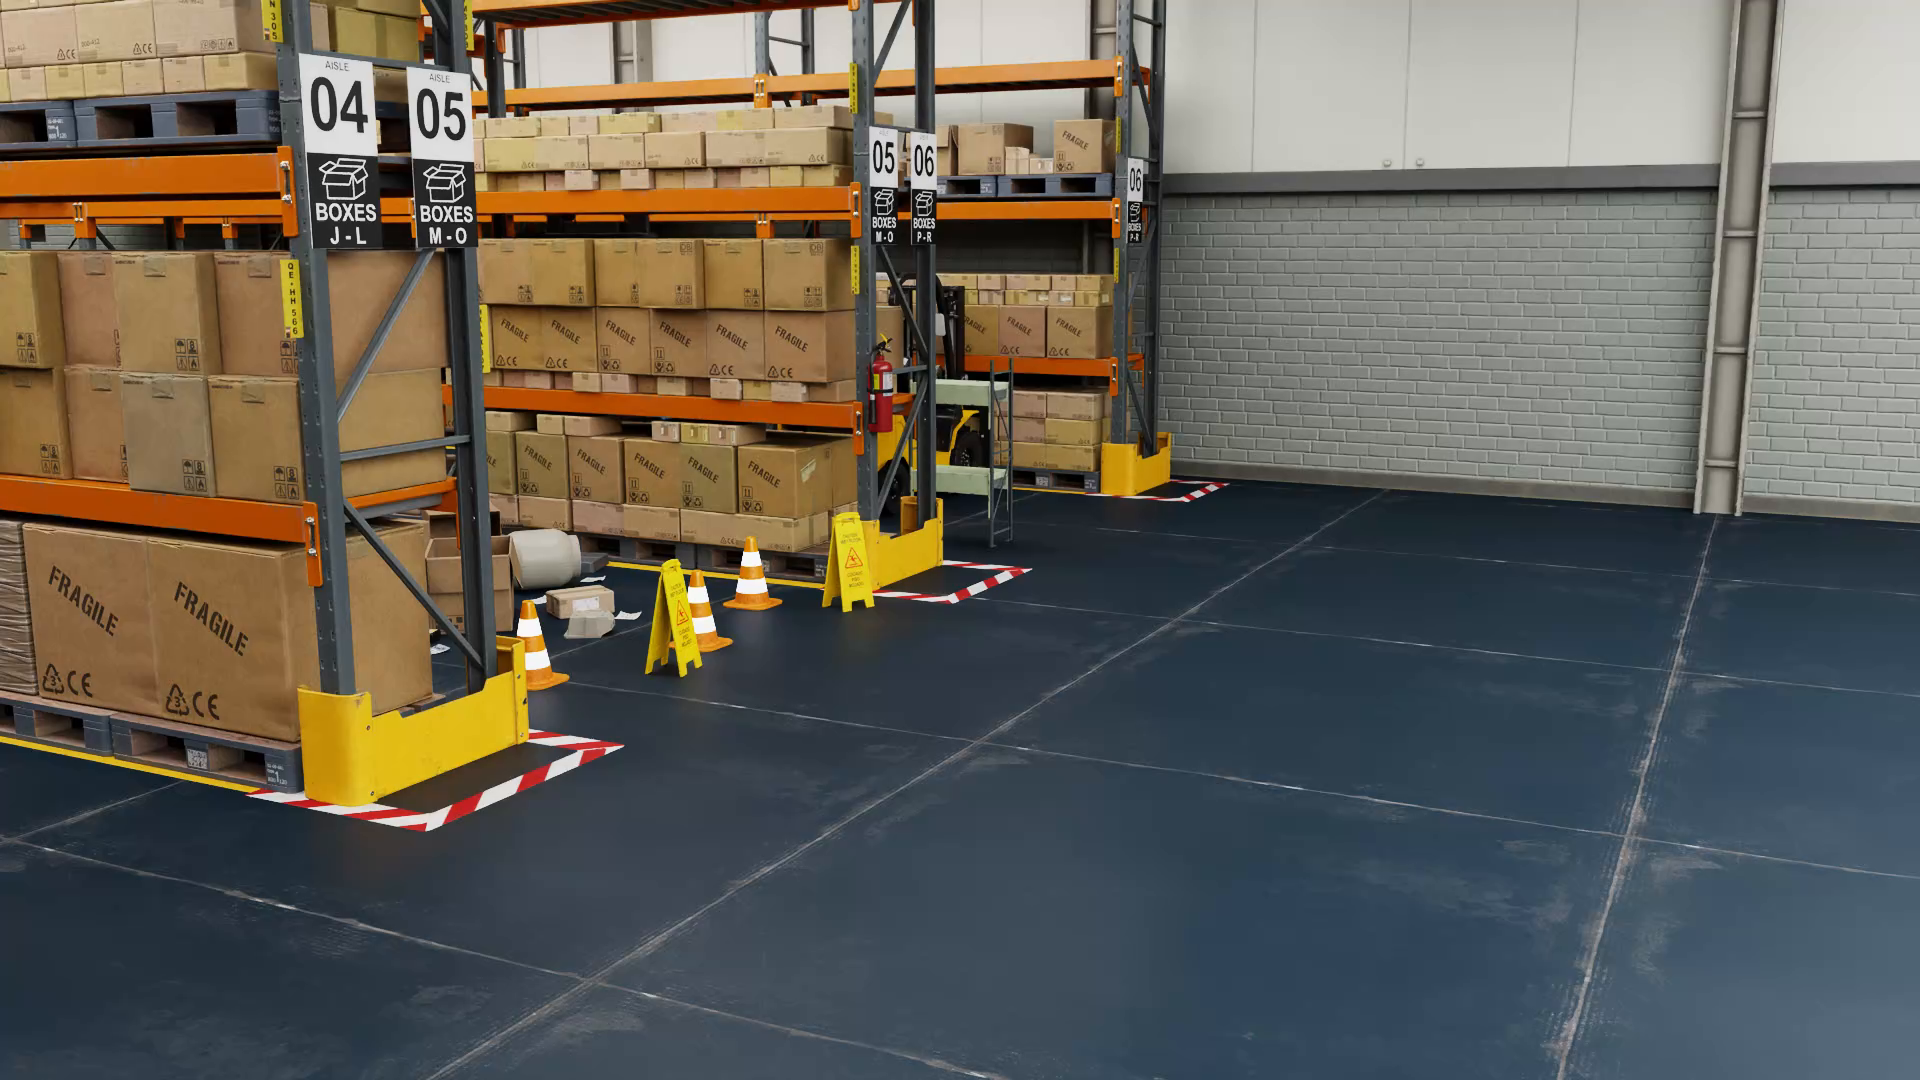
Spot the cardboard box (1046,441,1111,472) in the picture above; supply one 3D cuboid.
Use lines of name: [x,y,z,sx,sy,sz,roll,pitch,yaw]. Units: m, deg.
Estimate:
cardboard box: [1.179,-0.844,16.514,0.500,0.250,0.500,5,11,26]

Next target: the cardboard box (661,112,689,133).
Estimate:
cardboard box: [-1.982,-3.052,12.216,0.250,0.149,0.380,5,11,24]

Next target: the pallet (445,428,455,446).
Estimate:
pallet: [-6.087,-1.327,20.470,1.213,0.211,1.003,5,11,26]

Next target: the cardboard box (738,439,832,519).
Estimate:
cardboard box: [-1.287,-0.455,12.258,0.500,0.500,0.500,5,11,26]

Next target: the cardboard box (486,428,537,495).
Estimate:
cardboard box: [-3.630,-0.659,13.386,0.500,0.500,0.500,6,12,29]

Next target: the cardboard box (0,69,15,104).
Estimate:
cardboard box: [-4.368,-2.113,7.806,0.250,0.149,0.380,5,11,27]

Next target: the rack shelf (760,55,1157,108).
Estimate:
rack shelf: [-0.054,-4.563,16.817,4.000,0.370,1.077,5,11,26]

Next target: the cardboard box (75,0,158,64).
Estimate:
cardboard box: [-3.563,-2.250,7.445,0.500,0.250,0.500,5,11,26]

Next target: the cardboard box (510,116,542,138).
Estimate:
cardboard box: [-3.199,-3.131,12.651,0.250,0.149,0.380,5,11,25]

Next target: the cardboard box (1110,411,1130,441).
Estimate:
cardboard box: [1.410,-1.174,16.931,0.500,0.250,0.500,5,12,27]

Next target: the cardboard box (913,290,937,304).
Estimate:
cardboard box: [-0.300,-2.495,16.994,0.250,0.149,0.380,5,11,25]

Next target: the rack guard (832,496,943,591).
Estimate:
rack guard: [-0.521,0.013,12.254,0.348,0.500,1.175,5,11,26]

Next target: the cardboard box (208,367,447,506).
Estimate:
cardboard box: [-2.905,-0.508,7.695,0.550,0.550,0.875,5,11,26]

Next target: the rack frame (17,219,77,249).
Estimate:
rack frame: [-12.609,-3.265,23.347,0.127,3.000,1.000,5,11,26]

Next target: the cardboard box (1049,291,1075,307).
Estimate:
cardboard box: [1.063,-2.370,16.303,0.250,0.149,0.380,5,12,27]

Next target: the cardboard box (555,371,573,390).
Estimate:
cardboard box: [-2.939,-1.258,12.963,0.250,0.149,0.380,5,11,26]

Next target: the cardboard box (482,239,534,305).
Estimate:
cardboard box: [-3.293,-2.101,12.991,0.500,0.500,0.700,5,11,26]

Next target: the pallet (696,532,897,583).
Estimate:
pallet: [-1.234,0.086,12.665,1.213,0.211,1.003,5,11,26]

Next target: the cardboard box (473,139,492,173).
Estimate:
cardboard box: [-3.767,-2.996,13.027,0.500,0.250,0.500,5,11,25]

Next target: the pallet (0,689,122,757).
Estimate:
pallet: [-4.394,0.813,8.646,1.213,0.211,1.003,5,11,26]

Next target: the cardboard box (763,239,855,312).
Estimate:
cardboard box: [-1.008,-1.904,11.904,0.500,0.500,0.700,5,11,24]

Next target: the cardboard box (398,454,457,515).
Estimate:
cardboard box: [-4.512,-0.481,14.163,0.625,0.372,0.950,5,11,27]

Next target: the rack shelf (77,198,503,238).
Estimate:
rack shelf: [-5.834,-2.806,14.408,4.000,0.370,1.077,5,11,26]

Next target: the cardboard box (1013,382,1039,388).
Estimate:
cardboard box: [0.499,-1.498,17.317,0.500,0.250,0.500,5,11,25]

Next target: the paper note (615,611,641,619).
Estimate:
paper note: [-2.181,0.493,10.918,0.142,0.019,0.148,1,10,6]

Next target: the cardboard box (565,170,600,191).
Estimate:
cardboard box: [-2.752,-2.699,12.505,0.250,0.149,0.380,5,11,25]

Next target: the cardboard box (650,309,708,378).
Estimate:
cardboard box: [-1.956,-1.485,12.399,0.500,0.500,0.500,5,11,26]

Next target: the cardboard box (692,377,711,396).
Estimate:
cardboard box: [-1.791,-1.167,12.459,0.250,0.149,0.380,5,11,27]

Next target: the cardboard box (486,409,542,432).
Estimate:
cardboard box: [-3.545,-0.959,13.221,0.250,0.149,0.380,5,11,27]

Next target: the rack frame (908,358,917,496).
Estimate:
rack frame: [-0.322,-0.766,13.753,0.023,1.500,0.400,5,11,26]

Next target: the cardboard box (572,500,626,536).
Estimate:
cardboard box: [-2.670,-0.209,13.001,0.500,0.250,0.500,5,11,25]

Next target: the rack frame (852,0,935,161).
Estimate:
rack frame: [-0.453,-4.163,11.464,0.127,3.000,1.000,5,11,26]

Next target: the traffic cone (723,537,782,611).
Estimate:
traffic cone: [-1.409,0.209,11.273,0.334,0.463,0.336,5,11,26]

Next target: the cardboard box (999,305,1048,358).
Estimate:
cardboard box: [0.721,-2.092,16.588,0.500,0.500,0.500,5,12,28]

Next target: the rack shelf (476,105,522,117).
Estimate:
rack shelf: [-7.228,-5.193,20.300,4.000,0.370,1.077,5,11,26]

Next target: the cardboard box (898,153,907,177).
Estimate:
cardboard box: [-0.651,-3.819,16.906,0.258,0.266,0.396,5,11,24]

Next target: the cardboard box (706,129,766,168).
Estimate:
cardboard box: [-1.476,-2.799,11.935,0.500,0.250,0.500,5,11,25]

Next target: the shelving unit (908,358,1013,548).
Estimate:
shelving unit: [0.006,-0.737,13.594,0.755,1.500,0.431,5,11,26]

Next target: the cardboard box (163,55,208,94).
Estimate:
cardboard box: [-3.226,-2.013,7.252,0.250,0.149,0.380,5,11,26]

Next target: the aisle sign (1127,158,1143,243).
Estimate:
aisle sign: [1.669,-3.231,15.861,0.004,0.787,0.394,5,11,26]

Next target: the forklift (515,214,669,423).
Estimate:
forklift: [-3.170,-1.612,14.408,1.130,2.935,3.031,-1,10,-3]

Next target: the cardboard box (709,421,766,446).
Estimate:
cardboard box: [-1.646,-0.792,12.301,0.250,0.149,0.380,5,12,27]

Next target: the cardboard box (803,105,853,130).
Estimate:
cardboard box: [-0.887,-2.935,11.570,0.250,0.149,0.380,5,11,26]

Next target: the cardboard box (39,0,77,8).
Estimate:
cardboard box: [-3.914,-2.466,7.514,0.250,0.149,0.380,5,11,26]

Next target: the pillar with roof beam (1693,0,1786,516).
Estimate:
pillar with roof beam: [4.990,-3.995,10.533,0.400,9.000,9.100,5,11,26]

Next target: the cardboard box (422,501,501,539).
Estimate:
cardboard box: [-3.681,0.004,12.295,0.500,0.500,0.500,-4,11,-23]

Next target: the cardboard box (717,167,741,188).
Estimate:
cardboard box: [-1.555,-2.618,12.057,0.250,0.149,0.380,5,11,26]

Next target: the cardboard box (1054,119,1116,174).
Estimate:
cardboard box: [1.235,-3.781,16.036,0.500,0.500,0.500,5,12,28]

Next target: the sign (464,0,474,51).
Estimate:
sign: [-2.302,-2.446,7.722,0.005,0.325,0.100,5,11,26]

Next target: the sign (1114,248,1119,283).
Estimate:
sign: [1.487,-2.605,15.783,0.005,0.325,0.100,5,11,26]

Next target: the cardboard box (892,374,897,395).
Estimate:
cardboard box: [-0.666,-1.147,12.352,0.250,0.149,0.380,5,11,26]

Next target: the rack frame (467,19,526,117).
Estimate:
rack frame: [-5.434,-5.586,19.329,0.127,3.000,1.000,5,11,26]

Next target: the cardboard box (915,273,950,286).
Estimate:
cardboard box: [-0.271,-2.656,17.044,0.250,0.149,0.380,5,11,26]

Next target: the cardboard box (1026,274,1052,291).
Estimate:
cardboard box: [0.844,-2.544,16.427,0.250,0.149,0.380,5,12,27]

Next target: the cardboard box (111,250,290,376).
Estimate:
cardboard box: [-3.402,-1.082,7.831,0.550,0.550,0.875,5,11,26]
